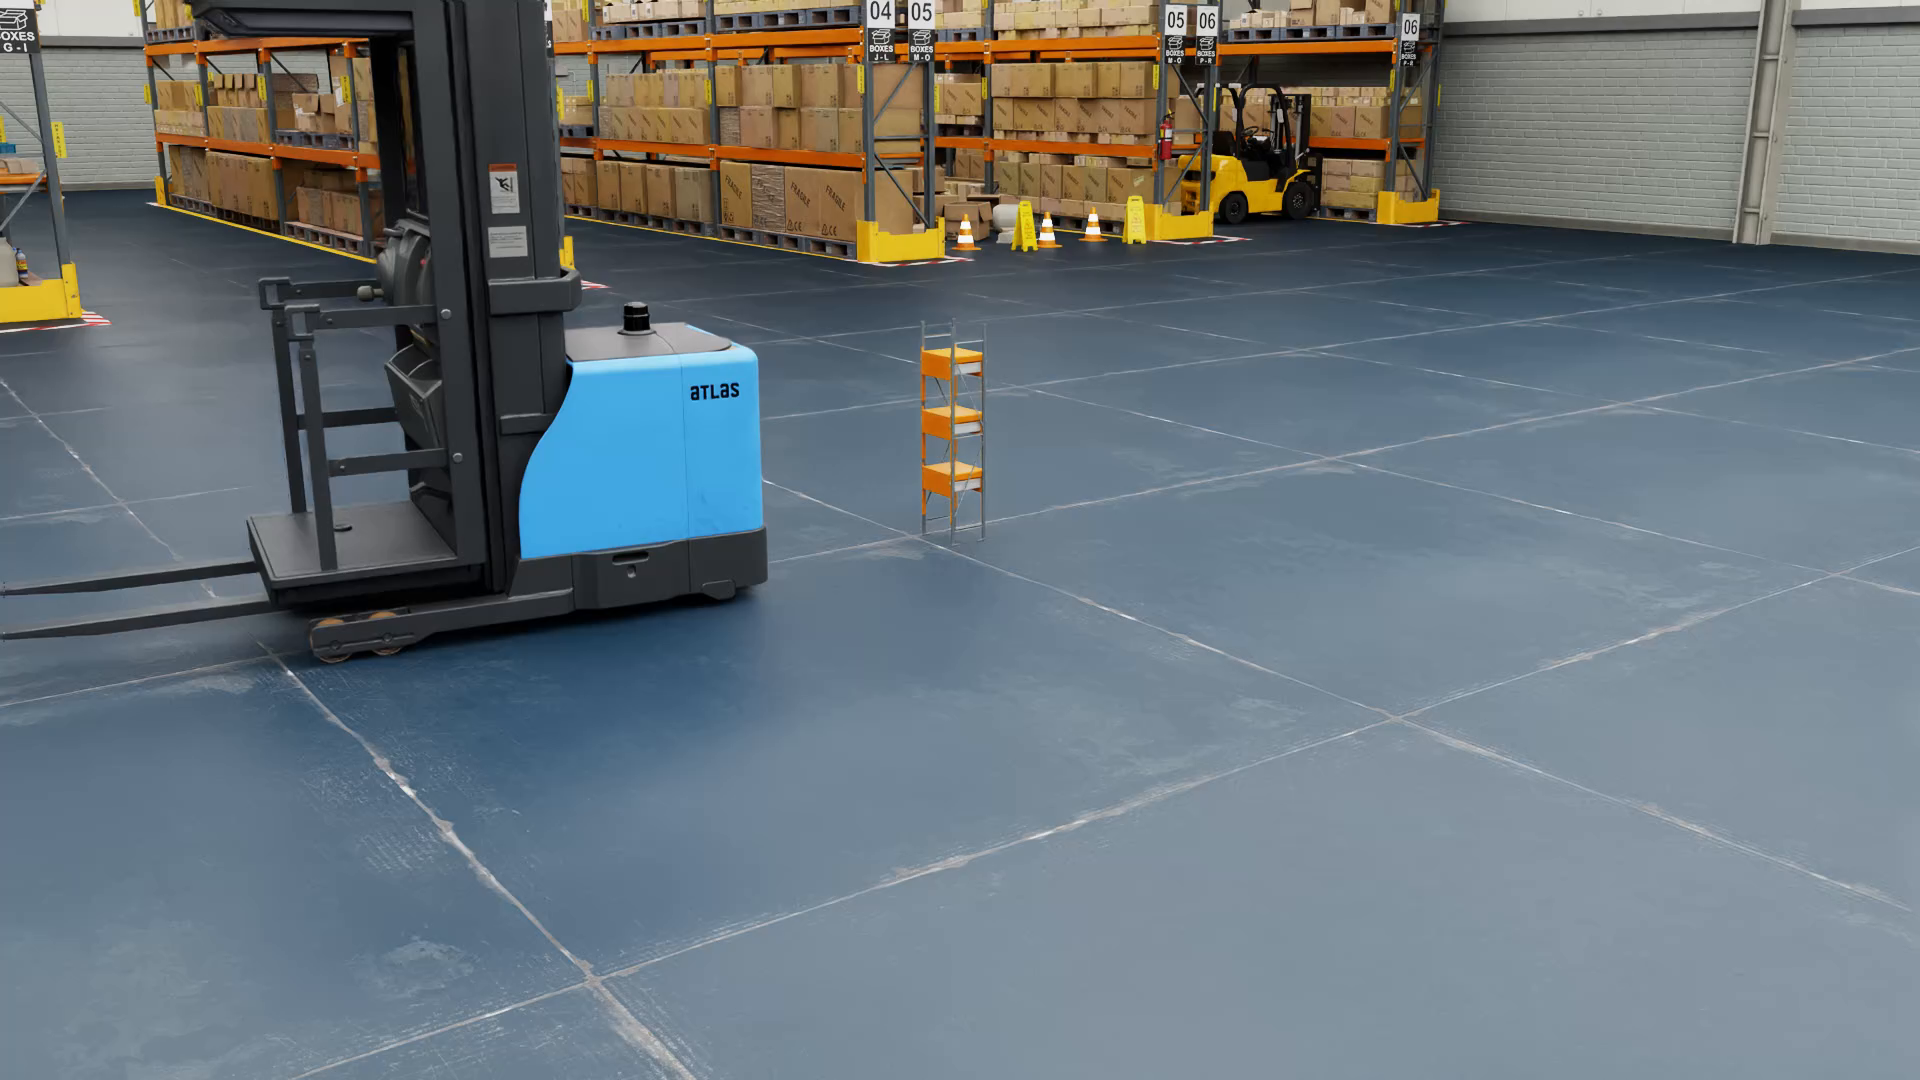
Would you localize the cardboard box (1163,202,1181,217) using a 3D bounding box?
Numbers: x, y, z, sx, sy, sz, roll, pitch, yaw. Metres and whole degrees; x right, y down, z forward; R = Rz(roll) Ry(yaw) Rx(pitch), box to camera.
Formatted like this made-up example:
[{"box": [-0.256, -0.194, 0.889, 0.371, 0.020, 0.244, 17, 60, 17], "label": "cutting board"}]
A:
[{"box": [2.937, -4.903, 24.721, 0.500, 0.250, 0.500, -11, 19, -35], "label": "cardboard box"}]

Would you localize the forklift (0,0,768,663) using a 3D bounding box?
[{"box": [-2.380, -1.103, 6.554, 3.031, 2.935, 1.130, -8, 17, -26], "label": "forklift"}]

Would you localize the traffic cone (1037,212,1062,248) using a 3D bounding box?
[{"box": [1.193, -4.235, 22.671, 0.336, 0.463, 0.334, -11, 19, -35], "label": "traffic cone"}]

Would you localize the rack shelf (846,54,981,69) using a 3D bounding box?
[{"box": [-1.031, -10.672, 37.067, 1.077, 0.370, 4.000, -11, 19, -35], "label": "rack shelf"}]

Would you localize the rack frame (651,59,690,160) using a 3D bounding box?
[{"box": [-6.220, -9.228, 36.110, 1.000, 3.000, 0.127, -11, 19, -35], "label": "rack frame"}]

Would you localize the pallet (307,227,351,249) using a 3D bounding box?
[{"box": [-8.361, -4.209, 23.055, 1.003, 0.211, 1.213, -11, 19, -35], "label": "pallet"}]

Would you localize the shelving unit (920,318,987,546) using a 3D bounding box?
[{"box": [-0.031, -0.518, 7.979, 0.215, 1.050, 0.252, -11, 19, -35], "label": "shelving unit"}]

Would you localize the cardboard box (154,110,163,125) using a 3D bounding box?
[{"box": [-14.172, -7.617, 29.943, 0.500, 0.250, 0.500, -11, 19, -36], "label": "cardboard box"}]

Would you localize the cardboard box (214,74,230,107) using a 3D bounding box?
[{"box": [-11.502, -7.233, 26.730, 0.797, 0.503, 0.637, -11, 19, -36], "label": "cardboard box"}]

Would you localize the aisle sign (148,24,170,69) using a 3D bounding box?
[{"box": [-14.521, -8.913, 30.033, 0.394, 0.787, 0.004, -11, 19, -35], "label": "aisle sign"}]

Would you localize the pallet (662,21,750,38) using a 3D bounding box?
[{"box": [-3.688, -7.418, 24.179, 0.805, 0.209, 1.217, -12, 19, -37], "label": "pallet"}]

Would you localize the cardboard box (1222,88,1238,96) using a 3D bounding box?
[{"box": [4.796, -7.827, 29.011, 0.380, 0.149, 0.250, -10, 18, -33], "label": "cardboard box"}]

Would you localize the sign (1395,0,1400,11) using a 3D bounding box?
[{"box": [6.753, -8.337, 25.646, 0.100, 0.325, 0.005, -11, 19, -35], "label": "sign"}]

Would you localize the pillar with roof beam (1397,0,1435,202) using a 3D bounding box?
[{"box": [4.038, -9.097, 24.266, 9.100, 9.000, 0.400, -11, 19, -35], "label": "pillar with roof beam"}]

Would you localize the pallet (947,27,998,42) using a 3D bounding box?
[{"box": [0.559, -8.170, 26.919, 1.213, 0.211, 1.003, -11, 19, -35], "label": "pallet"}]

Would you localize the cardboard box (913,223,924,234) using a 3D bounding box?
[{"box": [-0.609, -4.476, 23.926, 0.396, 0.266, 0.258, -7, 17, -25], "label": "cardboard box"}]

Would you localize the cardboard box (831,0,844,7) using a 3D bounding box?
[{"box": [-1.374, -6.670, 20.574, 0.380, 0.149, 0.250, -11, 19, -34], "label": "cardboard box"}]

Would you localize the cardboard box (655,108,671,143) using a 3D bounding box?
[{"box": [-4.226, -6.210, 24.893, 0.500, 0.500, 0.500, -11, 19, -34], "label": "cardboard box"}]

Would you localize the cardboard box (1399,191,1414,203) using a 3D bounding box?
[{"box": [7.070, -5.594, 27.247, 0.500, 0.250, 0.500, -11, 19, -34], "label": "cardboard box"}]

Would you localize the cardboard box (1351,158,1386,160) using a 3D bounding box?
[{"box": [6.774, -6.180, 27.491, 0.500, 0.250, 0.500, -11, 19, -34], "label": "cardboard box"}]

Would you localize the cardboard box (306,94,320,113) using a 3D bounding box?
[{"box": [-8.773, -6.020, 23.403, 0.700, 0.500, 0.500, -8, 17, -26], "label": "cardboard box"}]

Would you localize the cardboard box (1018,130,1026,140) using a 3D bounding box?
[{"box": [1.133, -6.330, 25.996, 0.380, 0.149, 0.250, -11, 19, -35], "label": "cardboard box"}]

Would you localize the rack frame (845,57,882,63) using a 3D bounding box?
[{"box": [-2.207, -9.999, 38.928, 1.000, 3.000, 0.127, -11, 19, -35], "label": "rack frame"}]

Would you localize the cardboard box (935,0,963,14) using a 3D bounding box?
[{"box": [-0.226, -8.802, 27.414, 0.500, 0.250, 0.500, -10, 18, -34], "label": "cardboard box"}]

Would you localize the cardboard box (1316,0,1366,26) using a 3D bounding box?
[{"box": [6.222, -8.619, 27.030, 0.700, 0.500, 0.500, -11, 19, -34], "label": "cardboard box"}]

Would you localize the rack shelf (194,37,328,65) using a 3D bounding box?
[{"box": [-10.708, -7.508, 25.508, 1.077, 0.370, 4.000, -11, 19, -35], "label": "rack shelf"}]

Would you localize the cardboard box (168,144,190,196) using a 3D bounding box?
[{"box": [-13.795, -6.743, 30.261, 0.875, 0.875, 0.875, -11, 19, -35], "label": "cardboard box"}]

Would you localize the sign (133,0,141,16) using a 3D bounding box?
[{"box": [-14.689, -9.512, 29.658, 0.100, 0.325, 0.005, -11, 19, -35], "label": "sign"}]

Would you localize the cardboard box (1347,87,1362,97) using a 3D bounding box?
[{"box": [6.473, -7.231, 26.831, 0.380, 0.149, 0.250, -10, 18, -33], "label": "cardboard box"}]

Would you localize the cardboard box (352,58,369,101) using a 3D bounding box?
[{"box": [-7.122, -5.666, 20.448, 0.500, 0.500, 0.500, -11, 19, -35], "label": "cardboard box"}]

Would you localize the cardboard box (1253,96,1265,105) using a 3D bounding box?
[{"box": [5.237, -7.519, 28.446, 0.380, 0.149, 0.250, -10, 18, -33], "label": "cardboard box"}]

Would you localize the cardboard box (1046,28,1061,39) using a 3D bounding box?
[{"box": [1.507, -7.598, 24.947, 0.380, 0.149, 0.250, -11, 19, -36], "label": "cardboard box"}]

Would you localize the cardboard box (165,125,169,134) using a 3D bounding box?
[{"box": [-13.837, -7.277, 29.458, 0.380, 0.149, 0.250, -11, 19, -35], "label": "cardboard box"}]

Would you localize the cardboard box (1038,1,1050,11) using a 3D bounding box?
[{"box": [1.401, -8.044, 25.067, 0.380, 0.149, 0.250, -12, 19, -36], "label": "cardboard box"}]

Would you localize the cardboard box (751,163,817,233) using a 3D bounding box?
[{"box": [-2.263, -4.716, 22.856, 0.875, 0.875, 0.875, -11, 19, -34], "label": "cardboard box"}]

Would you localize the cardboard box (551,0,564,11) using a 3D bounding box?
[{"box": [-6.682, -8.912, 27.633, 0.396, 0.266, 0.258, -11, 19, -35], "label": "cardboard box"}]

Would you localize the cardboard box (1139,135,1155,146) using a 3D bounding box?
[{"box": [2.795, -5.737, 23.831, 0.380, 0.149, 0.250, -10, 18, -33], "label": "cardboard box"}]

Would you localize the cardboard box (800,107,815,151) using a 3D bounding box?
[{"box": [-1.581, -5.419, 21.910, 0.875, 0.550, 0.550, -11, 19, -35], "label": "cardboard box"}]

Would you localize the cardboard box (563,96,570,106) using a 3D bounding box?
[{"box": [-6.266, -7.186, 27.202, 0.380, 0.149, 0.250, -11, 19, -35], "label": "cardboard box"}]

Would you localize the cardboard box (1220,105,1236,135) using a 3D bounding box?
[{"box": [4.898, -7.350, 29.059, 0.500, 0.500, 0.500, -12, 19, -36], "label": "cardboard box"}]

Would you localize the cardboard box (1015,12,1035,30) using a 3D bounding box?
[{"box": [1.184, -7.938, 25.437, 0.500, 0.250, 0.500, -11, 19, -35], "label": "cardboard box"}]

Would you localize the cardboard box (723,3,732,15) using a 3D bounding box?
[{"box": [-3.016, -7.267, 22.753, 0.380, 0.149, 0.250, -11, 19, -34], "label": "cardboard box"}]

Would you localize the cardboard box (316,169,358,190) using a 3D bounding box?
[{"box": [-8.794, -5.100, 23.508, 0.500, 0.250, 0.500, -8, 17, -28], "label": "cardboard box"}]

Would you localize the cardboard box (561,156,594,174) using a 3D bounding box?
[{"box": [-6.381, -6.300, 27.931, 0.500, 0.250, 0.500, -11, 19, -34], "label": "cardboard box"}]

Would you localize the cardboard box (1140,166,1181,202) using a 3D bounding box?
[{"box": [2.922, -5.270, 24.640, 0.500, 0.500, 0.500, -12, 19, -36], "label": "cardboard box"}]

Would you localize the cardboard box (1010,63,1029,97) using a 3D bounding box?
[{"box": [1.201, -7.100, 25.687, 0.700, 0.500, 0.500, -11, 19, -34], "label": "cardboard box"}]

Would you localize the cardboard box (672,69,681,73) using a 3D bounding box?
[{"box": [-5.794, -9.781, 34.819, 0.380, 0.149, 0.250, -12, 19, -36], "label": "cardboard box"}]

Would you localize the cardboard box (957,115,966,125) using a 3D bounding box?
[{"box": [0.169, -6.873, 27.187, 0.380, 0.149, 0.250, -12, 19, -36], "label": "cardboard box"}]

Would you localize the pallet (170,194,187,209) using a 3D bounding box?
[{"box": [-13.703, -6.186, 30.279, 1.003, 0.211, 1.213, -11, 19, -35], "label": "pallet"}]

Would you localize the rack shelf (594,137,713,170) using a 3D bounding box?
[{"box": [-4.285, -5.956, 25.517, 1.077, 0.370, 4.000, -11, 19, -35], "label": "rack shelf"}]

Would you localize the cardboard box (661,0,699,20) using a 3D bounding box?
[{"box": [-4.013, -7.731, 24.256, 0.500, 0.250, 0.500, -11, 19, -35], "label": "cardboard box"}]
